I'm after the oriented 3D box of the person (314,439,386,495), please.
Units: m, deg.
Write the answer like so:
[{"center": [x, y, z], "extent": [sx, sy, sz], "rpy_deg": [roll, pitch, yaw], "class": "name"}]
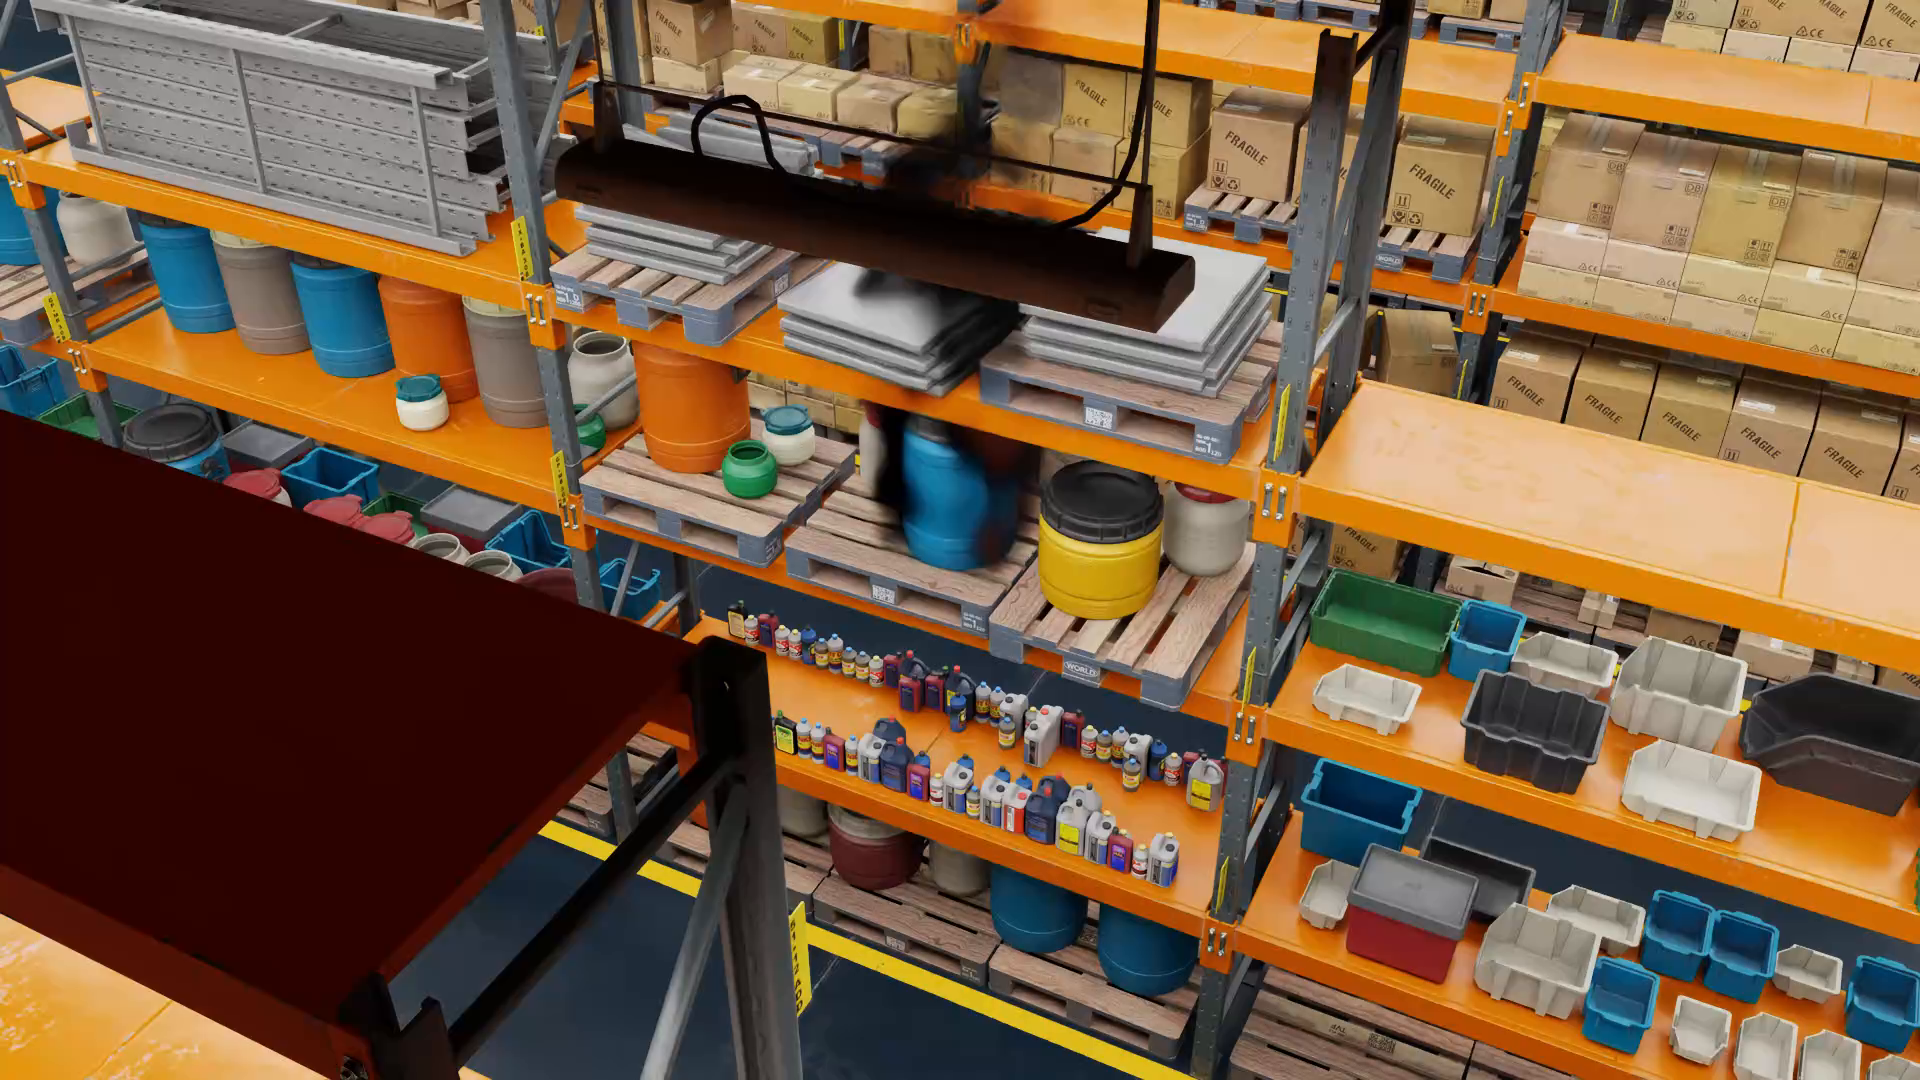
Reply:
[{"center": [-4.903, -0.665, 13.435], "extent": [0.571, 1.610, 0.566], "rpy_deg": [18, 39, 24], "class": "person"}]
